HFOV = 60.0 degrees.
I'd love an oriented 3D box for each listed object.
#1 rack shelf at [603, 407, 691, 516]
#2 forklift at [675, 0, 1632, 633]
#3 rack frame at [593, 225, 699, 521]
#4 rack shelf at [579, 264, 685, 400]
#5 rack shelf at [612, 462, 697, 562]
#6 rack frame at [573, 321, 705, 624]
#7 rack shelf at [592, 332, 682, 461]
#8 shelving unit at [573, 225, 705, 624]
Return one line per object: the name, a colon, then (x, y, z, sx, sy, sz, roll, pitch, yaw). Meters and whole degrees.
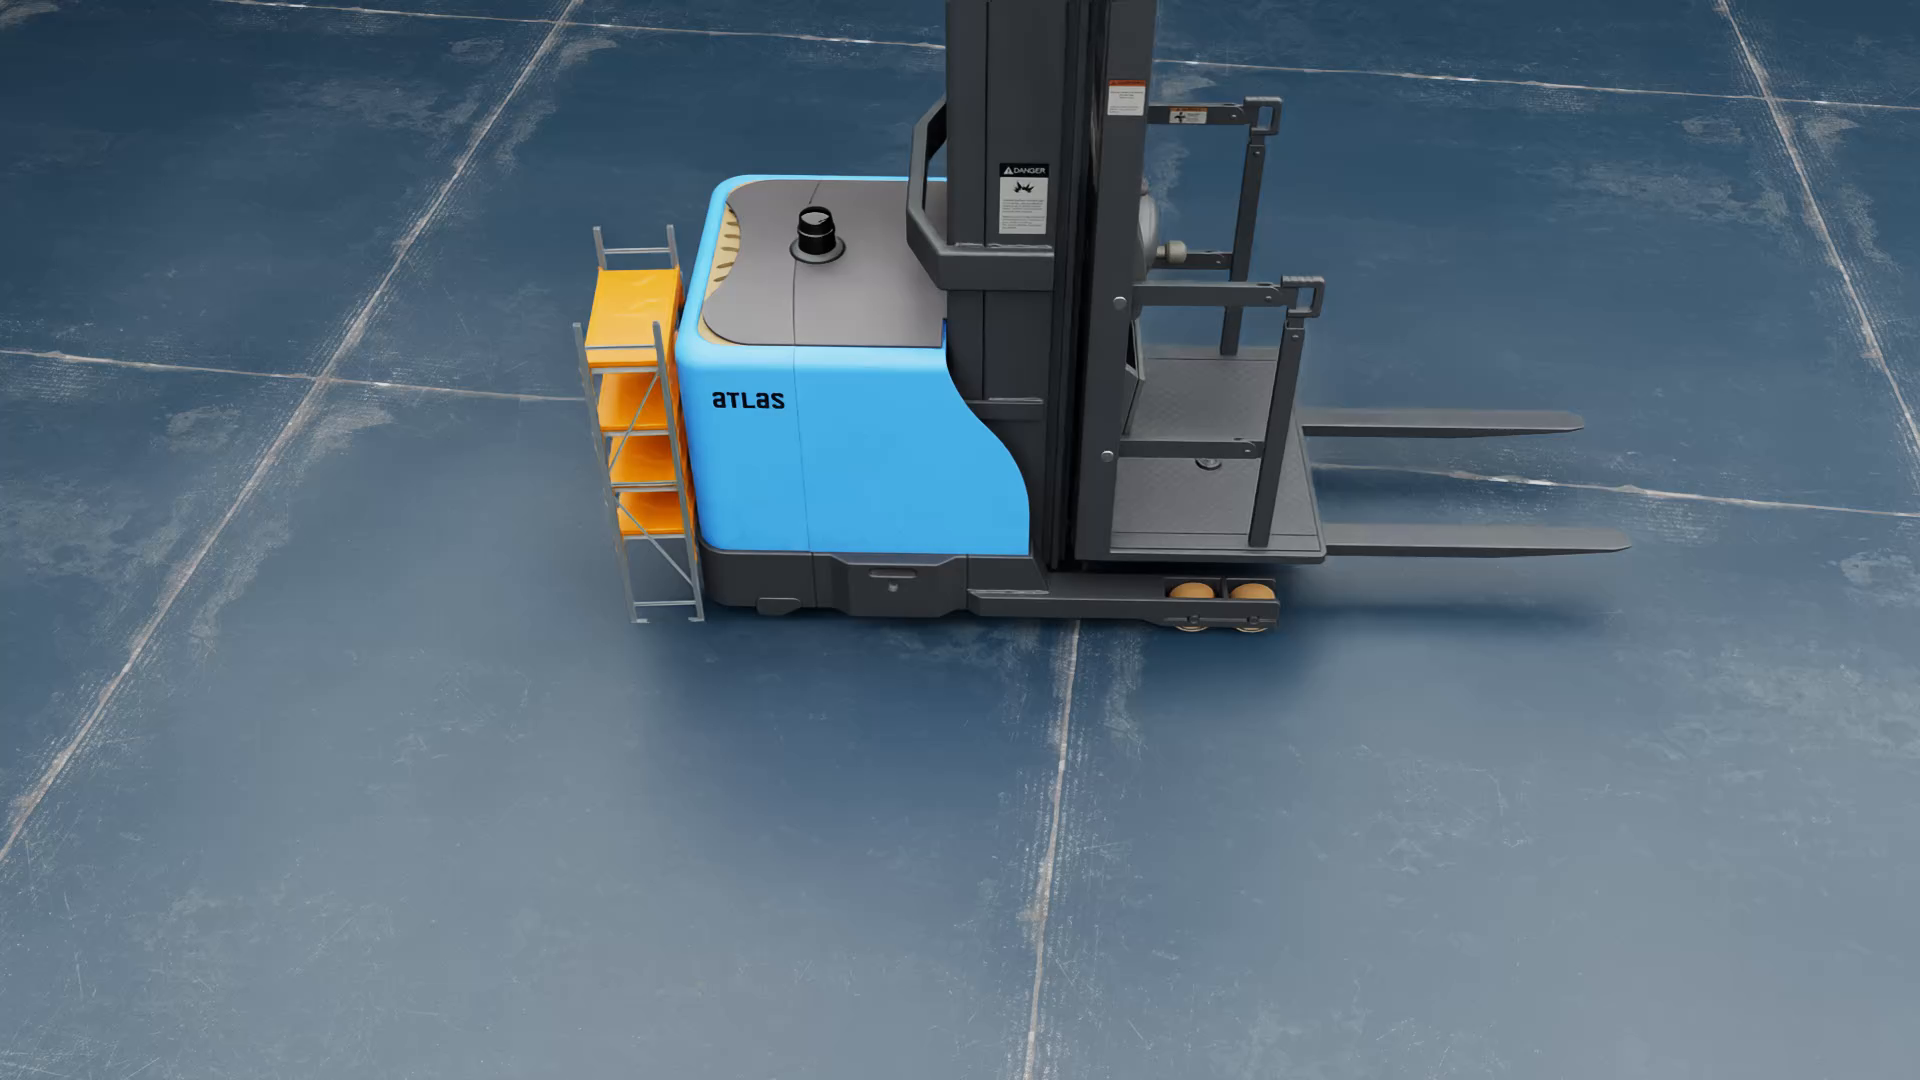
rack shelf: (-0.971, -0.288, 5.280, 0.258, 0.148, 0.480, -2, 43, -2)
forklift: (0.681, -1.135, 4.817, 3.031, 2.935, 1.130, 1, 43, 1)
rack frame: (-0.982, -0.505, 5.410, 0.240, 1.200, 0.015, -2, 43, -2)
rack shelf: (-0.971, -0.622, 4.963, 0.258, 0.148, 0.480, -2, 43, -2)
rack shelf: (-0.971, -0.144, 5.416, 0.258, 0.148, 0.480, -2, 43, -2)
rack frame: (-0.960, -0.169, 5.056, 0.240, 1.200, 0.015, -2, 43, -2)
rack shelf: (-0.971, -0.451, 5.126, 0.258, 0.148, 0.480, -2, 43, -2)
shelving unit: (-0.971, -0.337, 5.233, 0.258, 1.200, 0.503, -2, 43, -2)
